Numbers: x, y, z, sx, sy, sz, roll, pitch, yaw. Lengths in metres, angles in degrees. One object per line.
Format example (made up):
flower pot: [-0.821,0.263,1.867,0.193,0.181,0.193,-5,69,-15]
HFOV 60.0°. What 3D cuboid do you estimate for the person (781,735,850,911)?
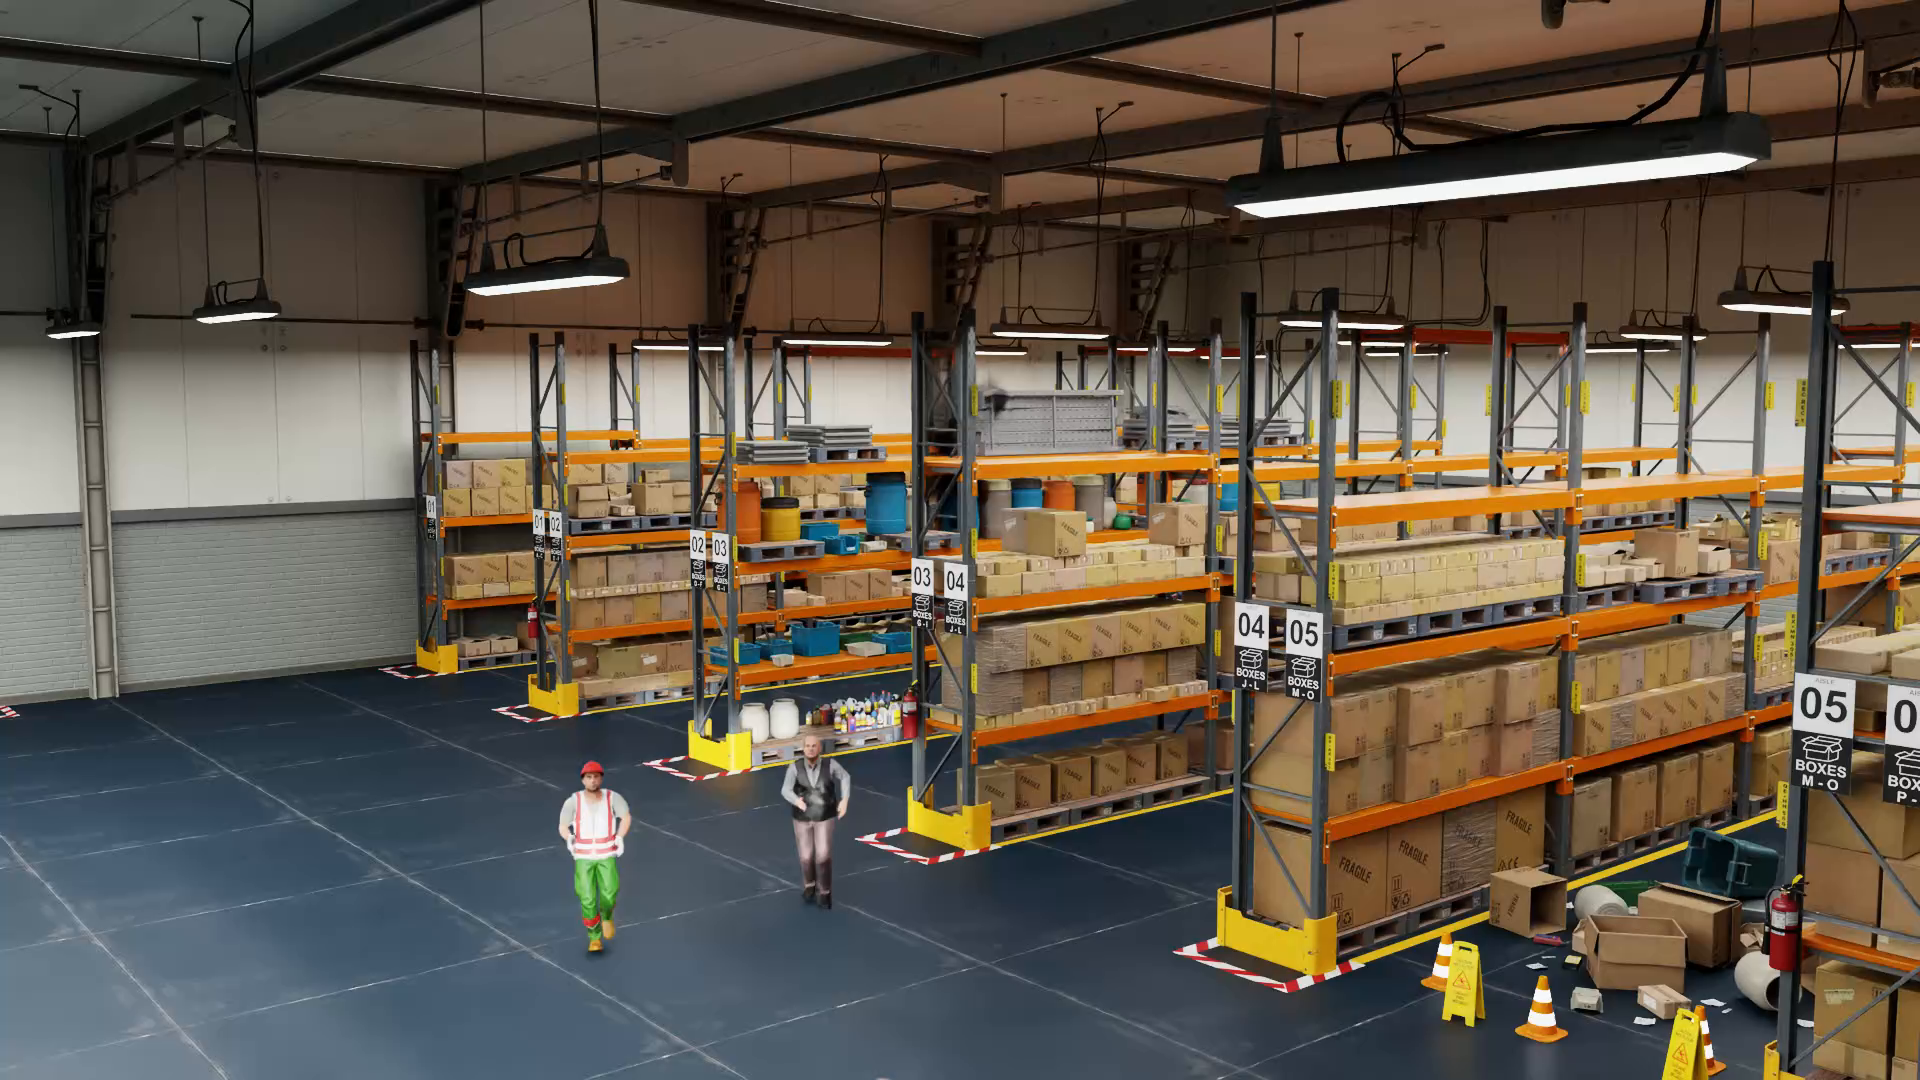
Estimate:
person: [-1.433,2.812,16.454,0.667,1.787,0.730,0,5,0]

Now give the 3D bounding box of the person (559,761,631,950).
person: [-3.325,2.890,15.165,0.648,1.740,0.598,-1,5,-11]

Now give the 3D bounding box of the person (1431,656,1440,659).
person: [6.215,2.332,21.849,0.718,1.709,0.609,-5,7,-42]
